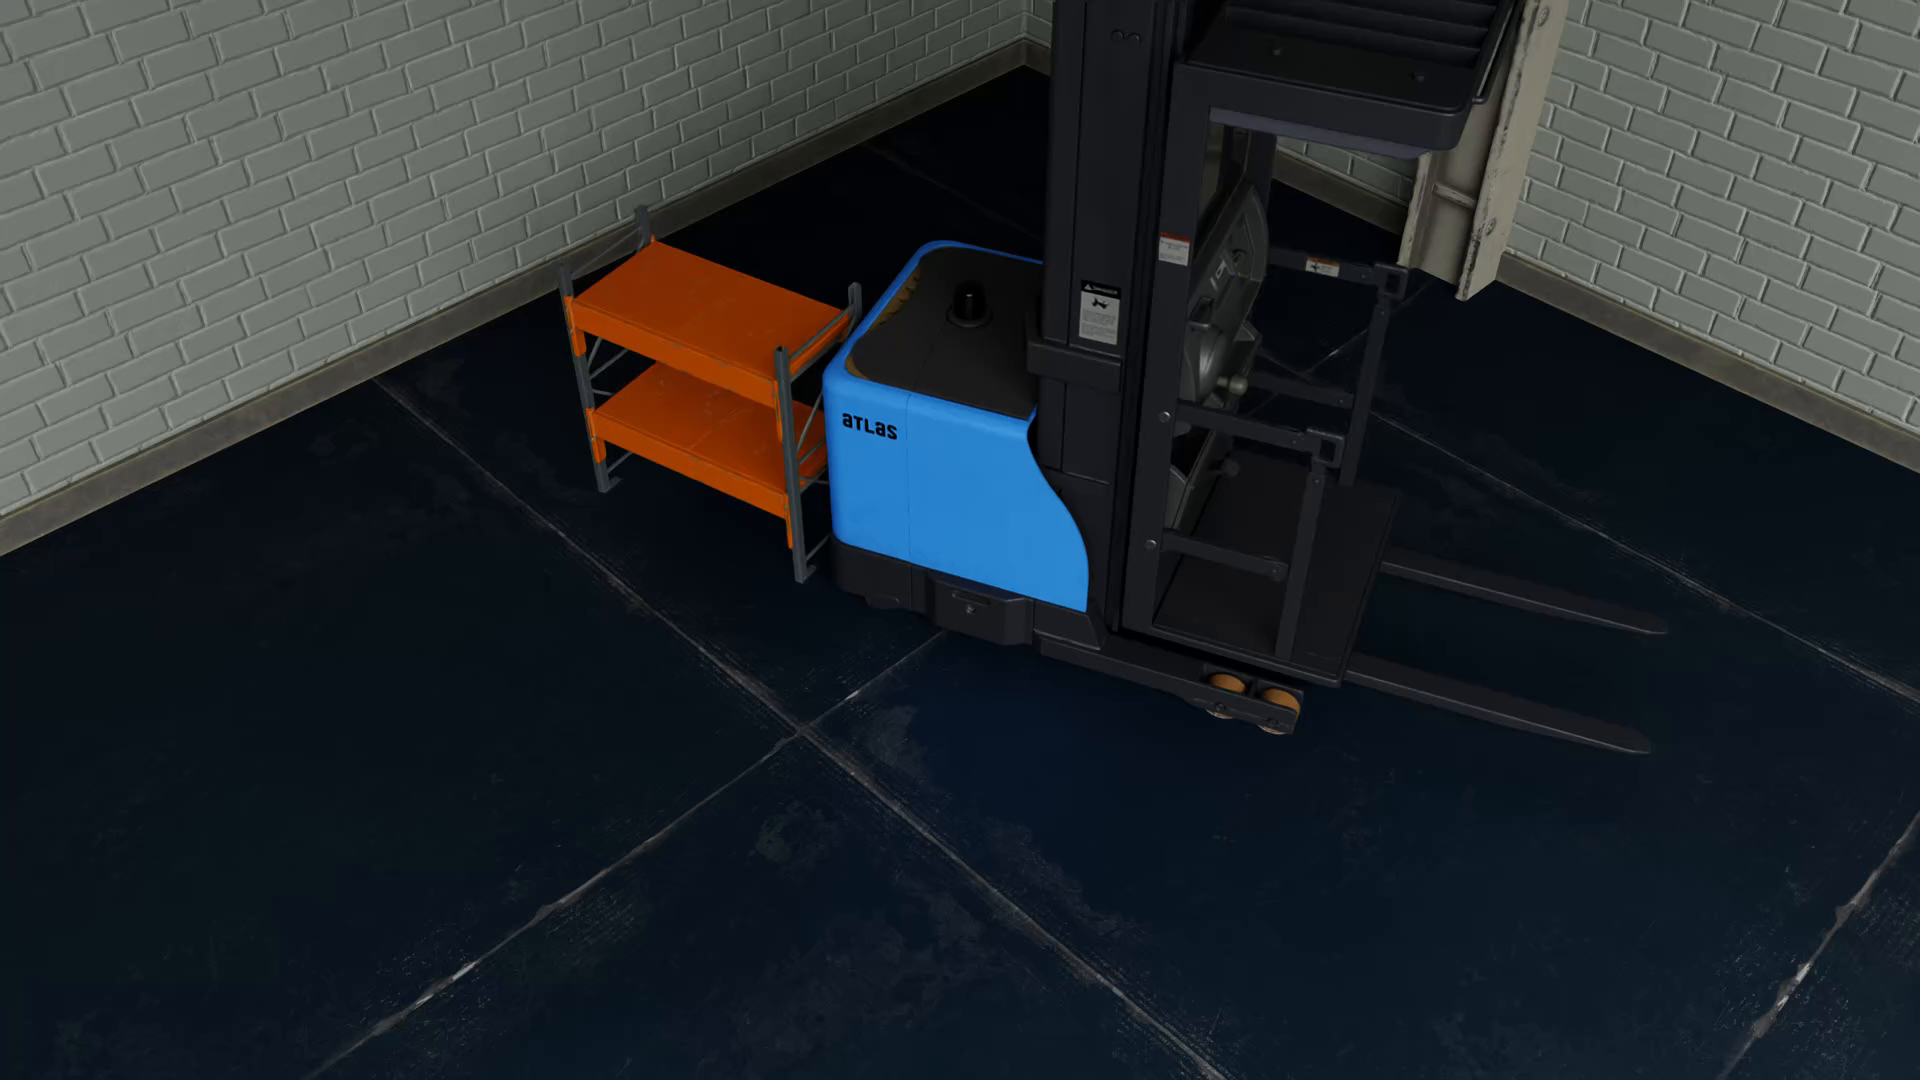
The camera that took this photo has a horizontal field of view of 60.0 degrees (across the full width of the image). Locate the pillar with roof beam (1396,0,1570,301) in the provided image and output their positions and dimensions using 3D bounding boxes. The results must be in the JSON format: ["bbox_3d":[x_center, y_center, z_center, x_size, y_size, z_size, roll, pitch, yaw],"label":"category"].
[{"bbox_3d":[-0.658,-2.555,2.884,9.100,9.000,0.400,-34,53,-31],"label":"pillar with roof beam"}]

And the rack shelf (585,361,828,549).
[{"bbox_3d":[-0.939,-0.393,6.706,1.000,0.278,0.538,23,47,23],"label":"rack shelf"}]

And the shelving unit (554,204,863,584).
[{"bbox_3d":[-0.939,-0.572,6.541,1.048,1.125,0.538,23,47,23],"label":"shelving unit"}]

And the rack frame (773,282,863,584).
[{"bbox_3d":[-0.508,-0.390,6.343,0.032,1.125,0.500,23,47,23],"label":"rack frame"}]

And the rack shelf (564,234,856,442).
[{"bbox_3d":[-0.939,-0.787,6.342,1.000,0.278,0.538,23,47,23],"label":"rack shelf"}]

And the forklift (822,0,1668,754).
[{"bbox_3d":[1.066,-0.789,5.444,3.031,2.935,1.130,16,45,16],"label":"forklift"}]

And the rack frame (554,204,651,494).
[{"bbox_3d":[-1.370,-0.755,6.738,0.032,1.125,0.500,23,47,23],"label":"rack frame"}]
